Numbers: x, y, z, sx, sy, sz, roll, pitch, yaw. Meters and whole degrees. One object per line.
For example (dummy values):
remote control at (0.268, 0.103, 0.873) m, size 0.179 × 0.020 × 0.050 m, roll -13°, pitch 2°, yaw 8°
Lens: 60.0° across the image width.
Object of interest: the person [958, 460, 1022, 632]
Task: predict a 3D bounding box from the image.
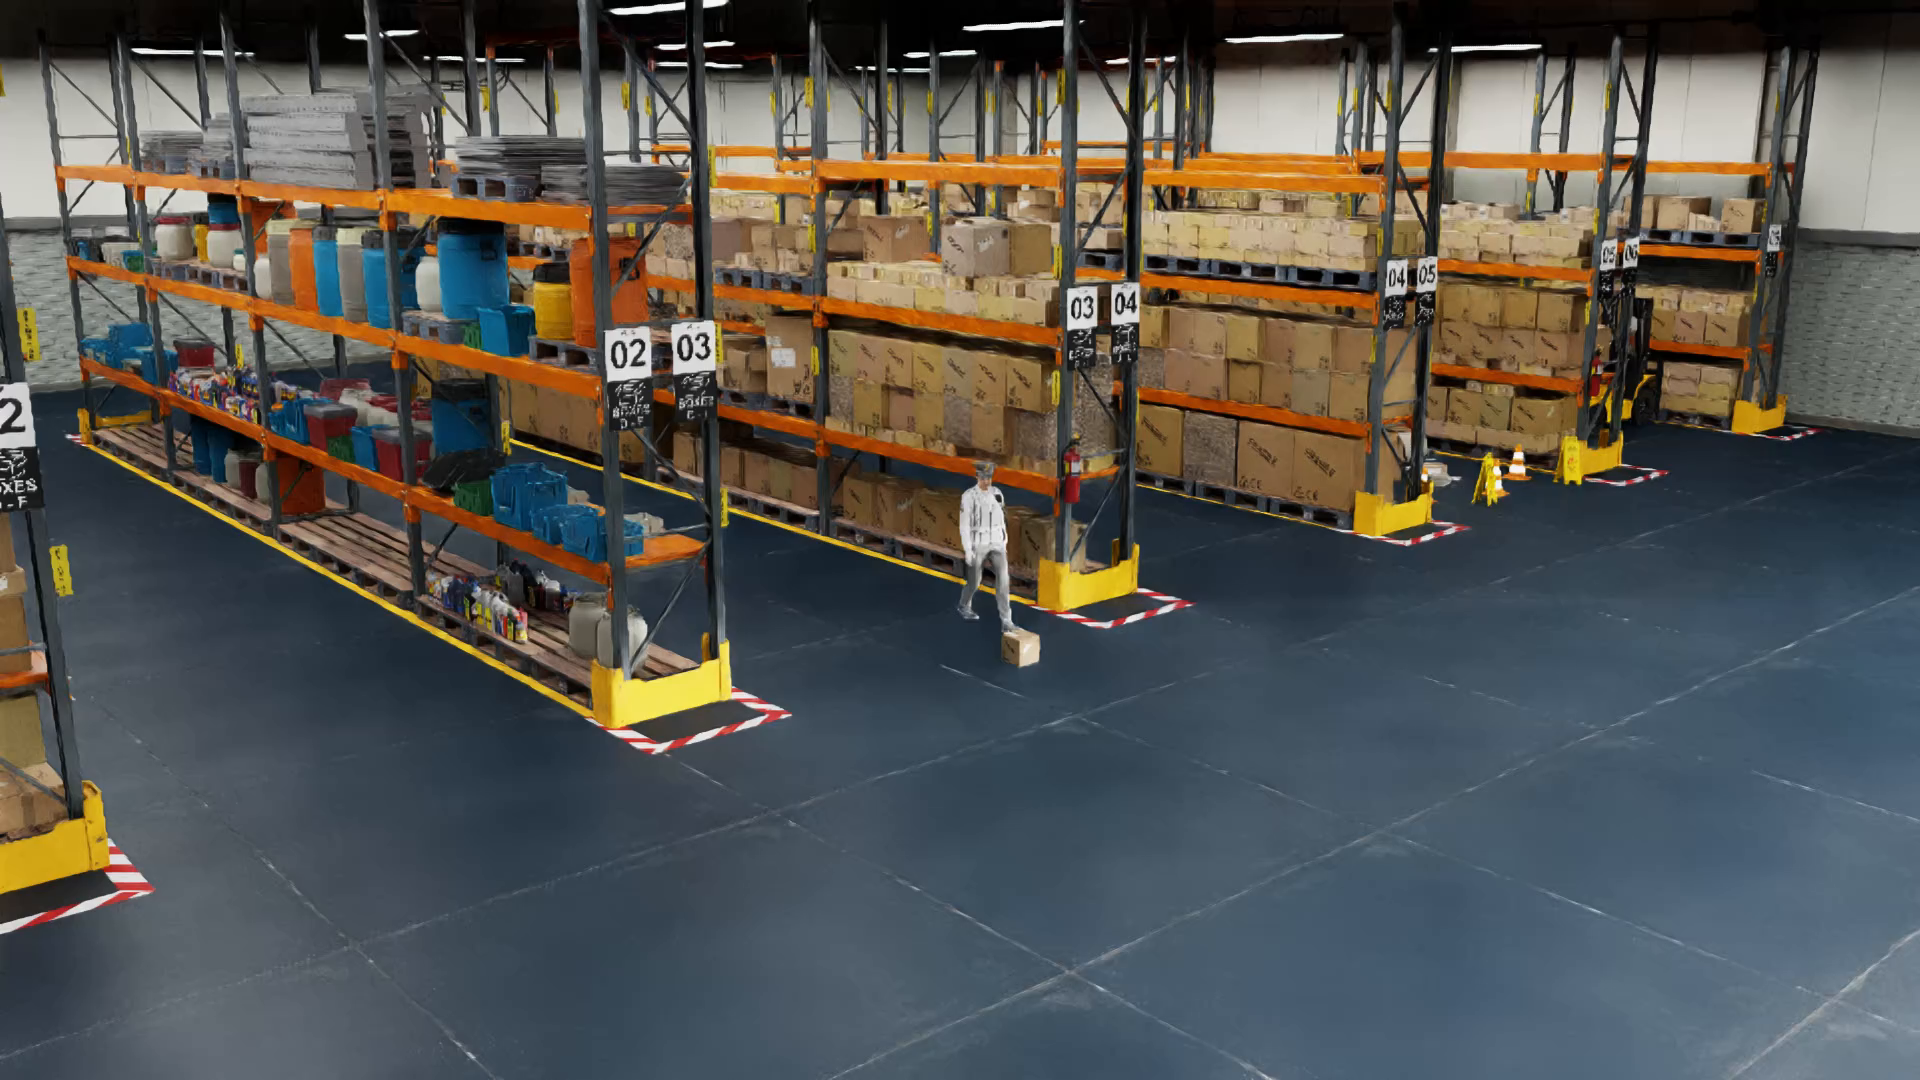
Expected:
person at (0.246, 0.050, 15.784) m, size 0.519 × 1.624 × 0.876 m, roll -6°, pitch 15°, yaw -21°
